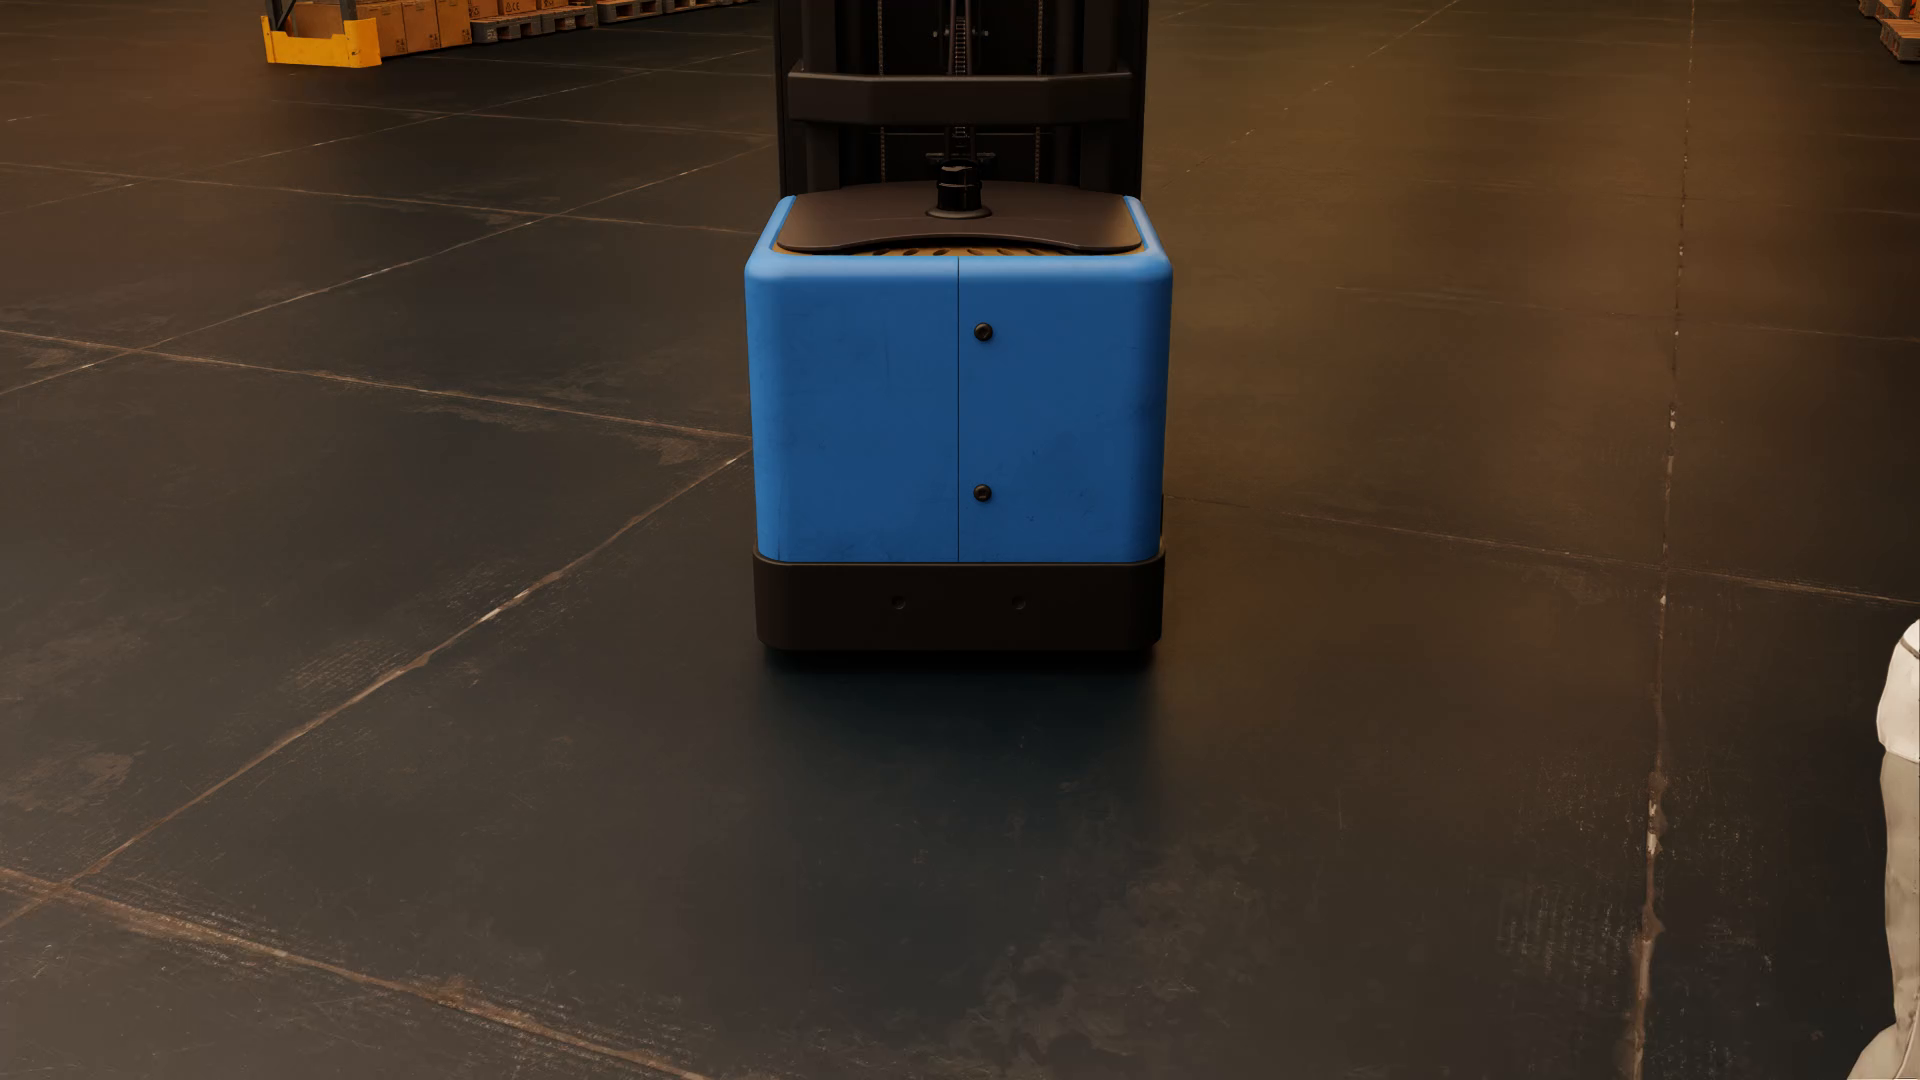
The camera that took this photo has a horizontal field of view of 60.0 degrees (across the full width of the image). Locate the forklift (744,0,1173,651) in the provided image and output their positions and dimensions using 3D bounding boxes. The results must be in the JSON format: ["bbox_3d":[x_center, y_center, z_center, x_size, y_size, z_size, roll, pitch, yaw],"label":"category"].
[{"bbox_3d":[0.002,-1.587,5.089,1.130,2.935,3.031,0,23,0],"label":"forklift"}]
